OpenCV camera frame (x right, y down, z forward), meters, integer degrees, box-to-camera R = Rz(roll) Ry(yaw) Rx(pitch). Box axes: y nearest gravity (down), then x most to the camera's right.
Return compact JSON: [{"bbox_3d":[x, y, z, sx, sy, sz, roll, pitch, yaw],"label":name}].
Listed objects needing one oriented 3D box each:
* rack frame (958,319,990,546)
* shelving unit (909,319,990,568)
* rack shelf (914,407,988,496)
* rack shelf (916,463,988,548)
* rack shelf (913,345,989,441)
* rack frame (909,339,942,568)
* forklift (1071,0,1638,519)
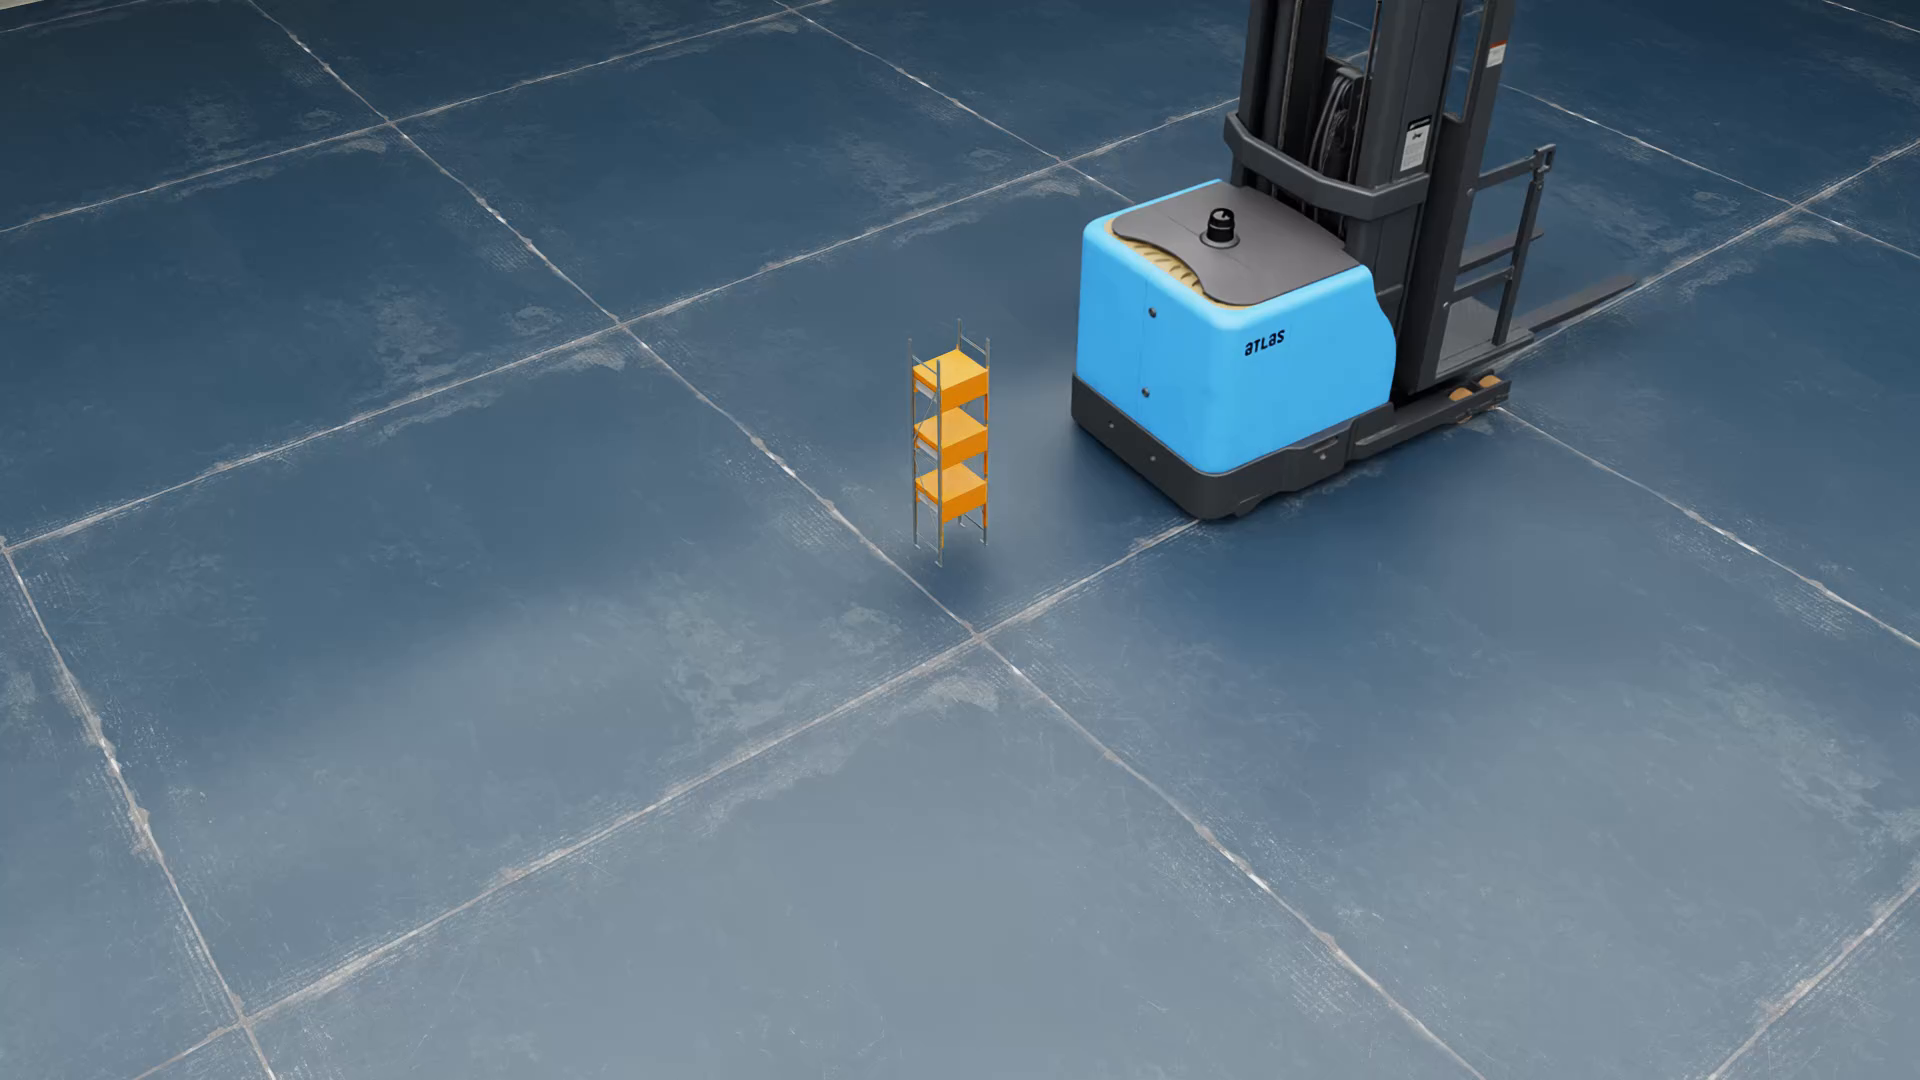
[{"bbox_3d":[0.054,-0.432,6.949,0.008,1.050,0.200,-26,46,-28],"label":"rack frame"},{"bbox_3d":[-0.042,-0.385,6.892,0.252,1.050,0.215,-26,46,-28],"label":"shelving unit"},{"bbox_3d":[-0.042,-0.377,6.899,0.240,0.259,0.215,-26,46,-28],"label":"rack shelf"},{"bbox_3d":[-0.042,-0.162,7.075,0.240,0.259,0.215,-26,46,-28],"label":"rack shelf"},{"bbox_3d":[-0.042,-0.596,6.719,0.240,0.259,0.215,-26,46,-28],"label":"rack shelf"},{"bbox_3d":[-0.139,-0.338,6.834,0.008,1.050,0.200,-26,46,-28],"label":"rack frame"},{"bbox_3d":[2.035,-1.947,7.313,3.031,2.935,1.130,-23,45,-25],"label":"forklift"}]
